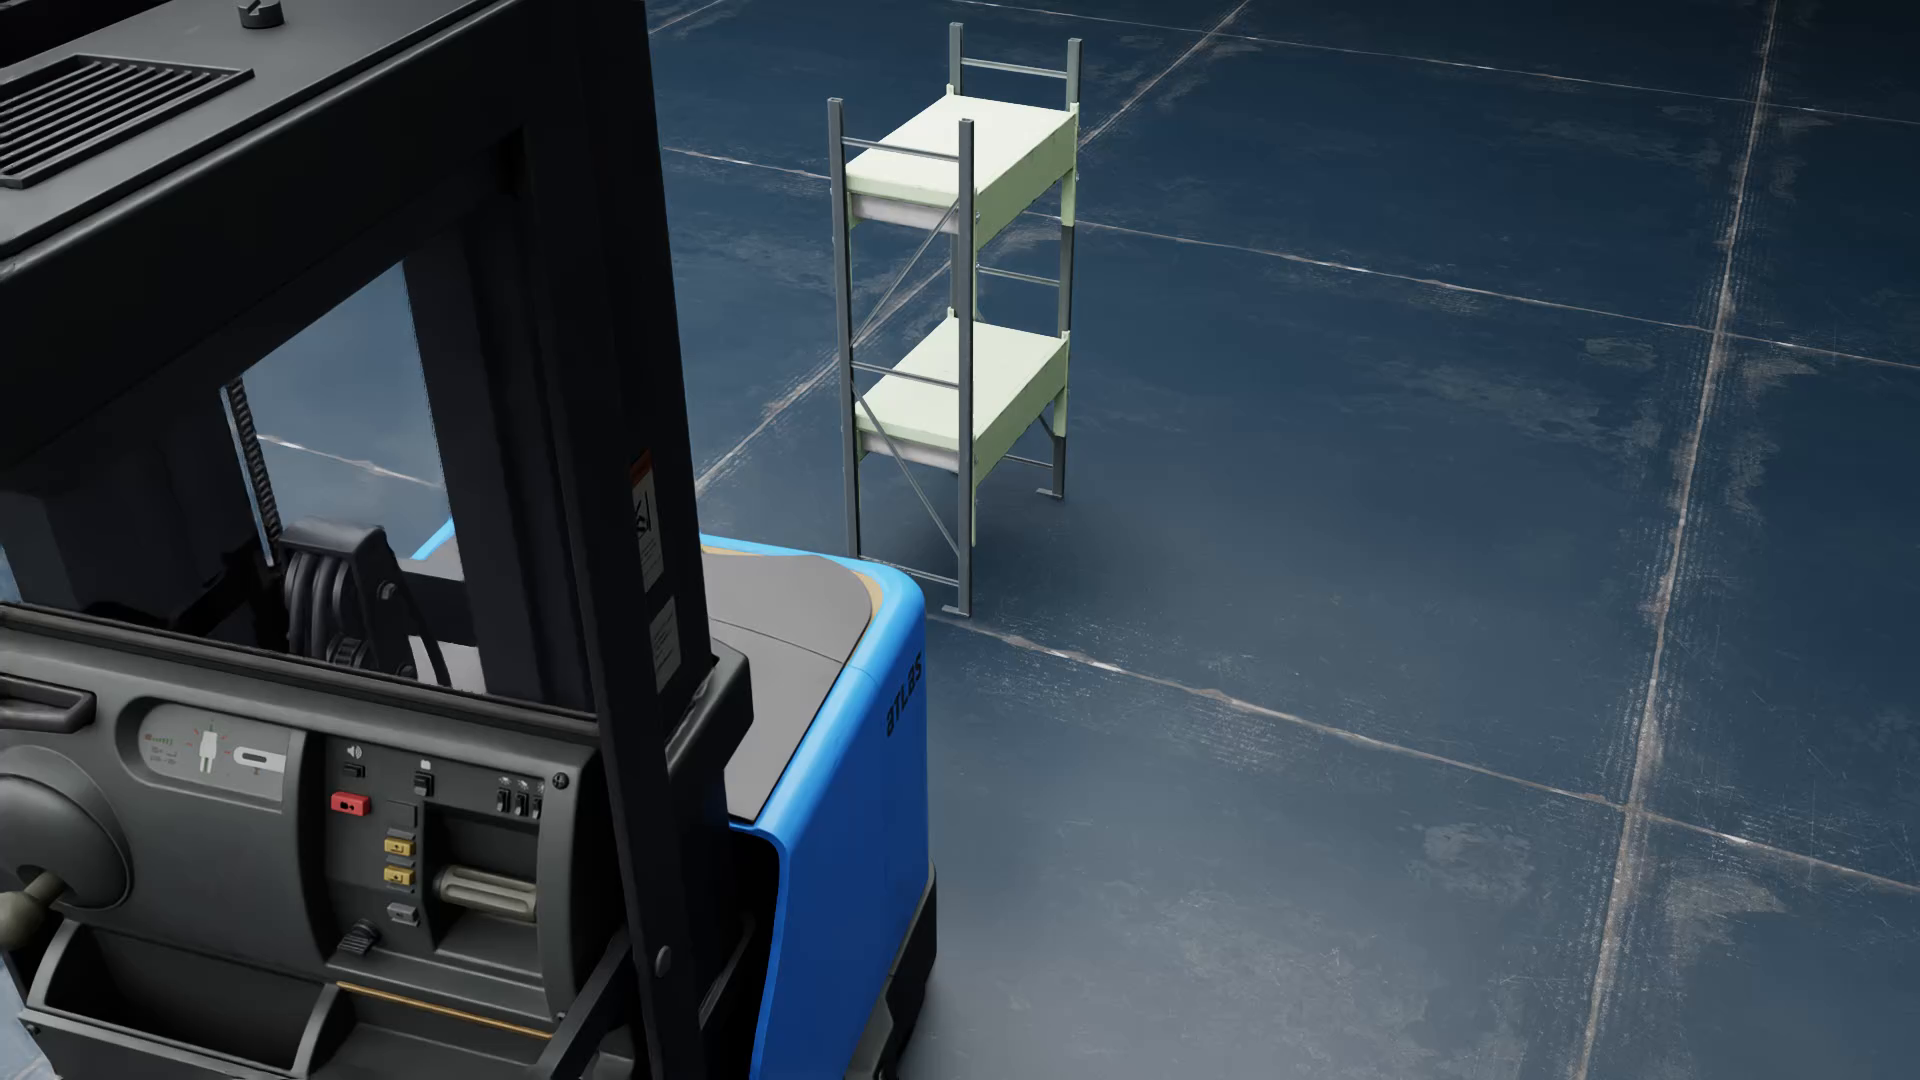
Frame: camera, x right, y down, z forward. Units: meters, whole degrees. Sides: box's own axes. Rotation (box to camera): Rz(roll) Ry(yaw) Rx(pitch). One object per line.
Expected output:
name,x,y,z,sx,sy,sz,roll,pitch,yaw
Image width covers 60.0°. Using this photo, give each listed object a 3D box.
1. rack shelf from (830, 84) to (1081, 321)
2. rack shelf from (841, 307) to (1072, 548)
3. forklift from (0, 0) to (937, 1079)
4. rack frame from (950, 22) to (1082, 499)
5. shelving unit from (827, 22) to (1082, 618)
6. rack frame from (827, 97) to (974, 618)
rack shelf,0.003,-0.957,4.630,0.431,0.370,0.720,14,36,20
rack shelf,0.003,-0.358,5.023,0.431,0.370,0.720,14,36,20
forklift,-0.956,0.428,1.924,1.130,2.935,3.031,9,34,14
rack frame,0.156,-0.813,5.122,0.400,1.500,0.023,14,36,20
shelving unit,0.003,-0.631,4.844,0.431,1.500,0.755,14,36,20
rack frame,-0.150,-0.448,4.566,0.400,1.500,0.023,14,36,20
